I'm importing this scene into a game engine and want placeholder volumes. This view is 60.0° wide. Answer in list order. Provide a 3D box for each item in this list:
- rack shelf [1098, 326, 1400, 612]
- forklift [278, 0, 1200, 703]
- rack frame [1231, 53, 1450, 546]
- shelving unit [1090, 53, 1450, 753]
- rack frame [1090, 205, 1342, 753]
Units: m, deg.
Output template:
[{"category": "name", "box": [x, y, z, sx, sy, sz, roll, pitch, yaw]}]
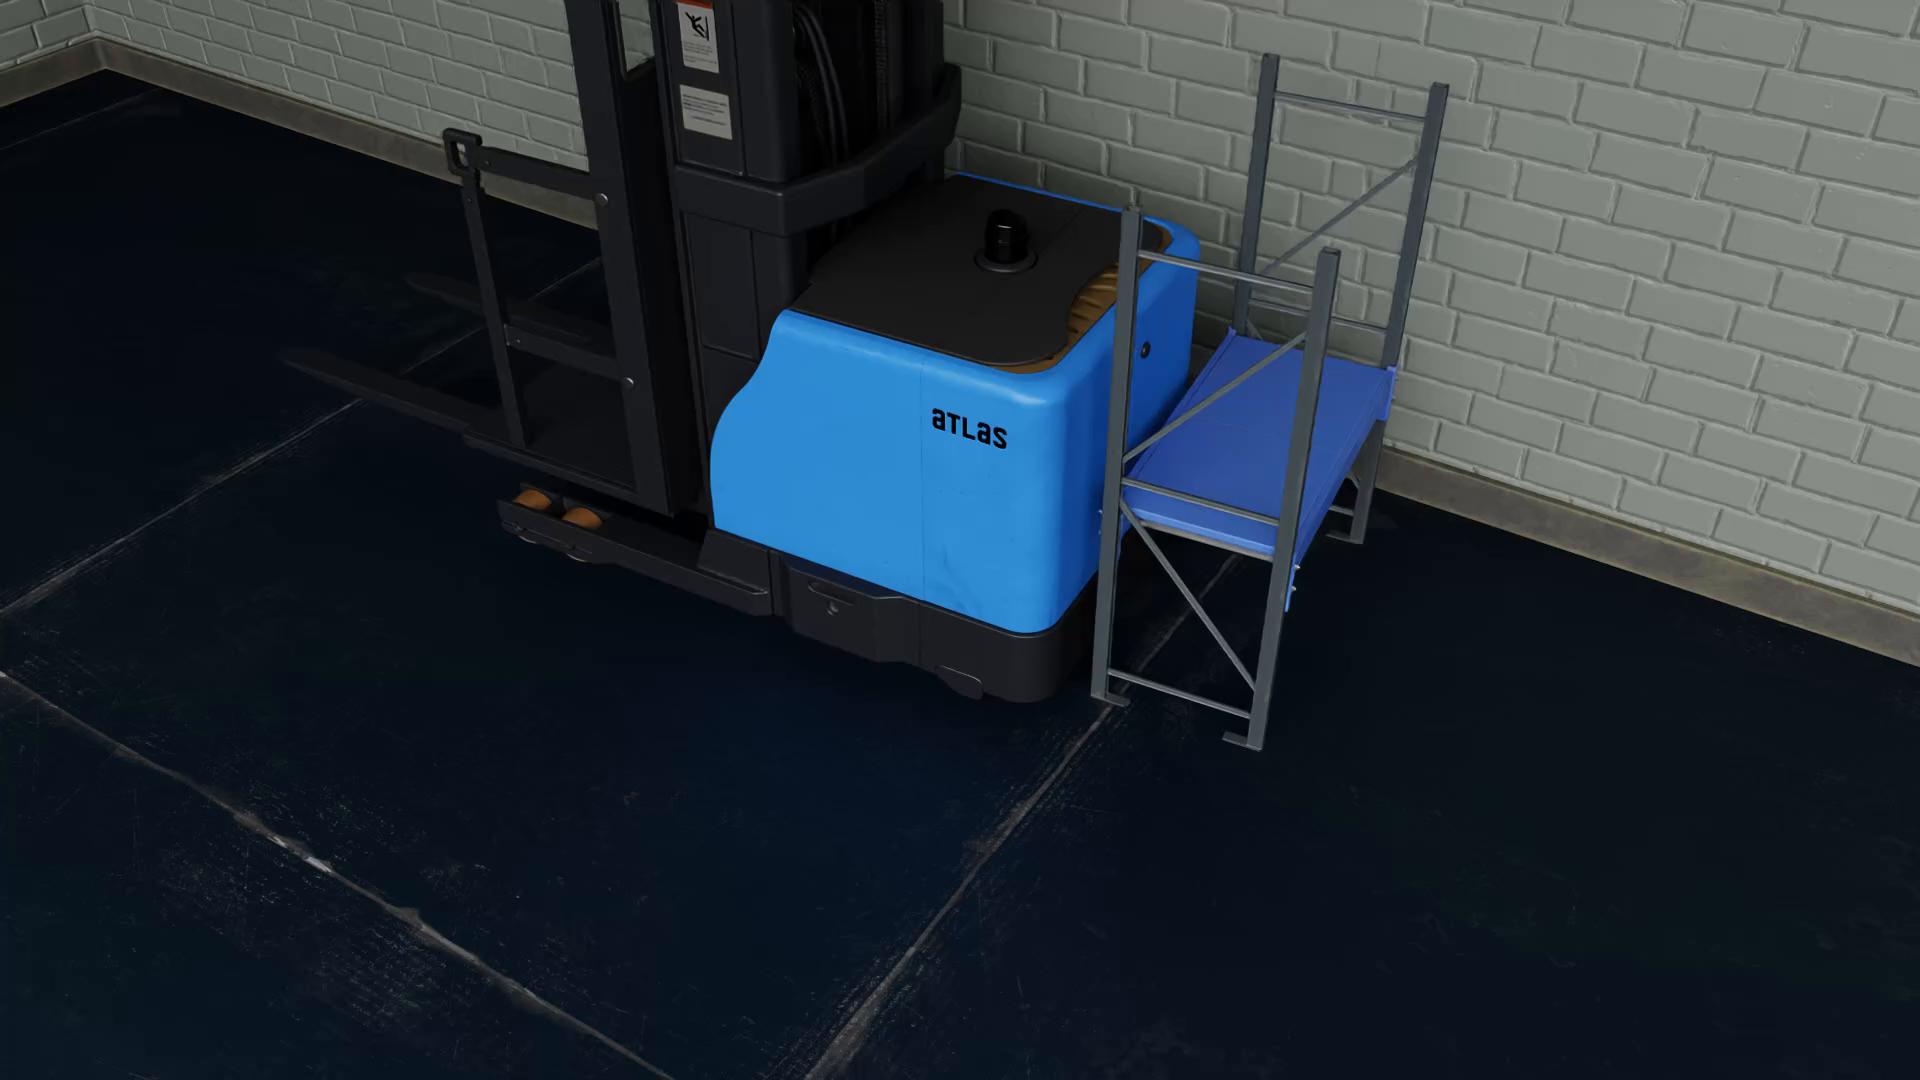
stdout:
[{"category": "rack shelf", "box": [0.821, -0.230, 4.615, 0.538, 0.185, 1.000, 17, 41, 20]}, {"category": "forklift", "box": [-0.858, -1.357, 4.610, 3.031, 2.935, 1.130, 18, 41, 22]}, {"category": "rack frame", "box": [1.045, -0.651, 4.866, 0.500, 1.500, 0.032, 17, 41, 20]}, {"category": "shelving unit", "box": [0.821, -0.373, 4.505, 0.538, 1.500, 1.048, 17, 41, 20]}, {"category": "rack frame", "box": [0.597, -0.094, 4.144, 0.500, 1.500, 0.032, 17, 41, 20]}]
